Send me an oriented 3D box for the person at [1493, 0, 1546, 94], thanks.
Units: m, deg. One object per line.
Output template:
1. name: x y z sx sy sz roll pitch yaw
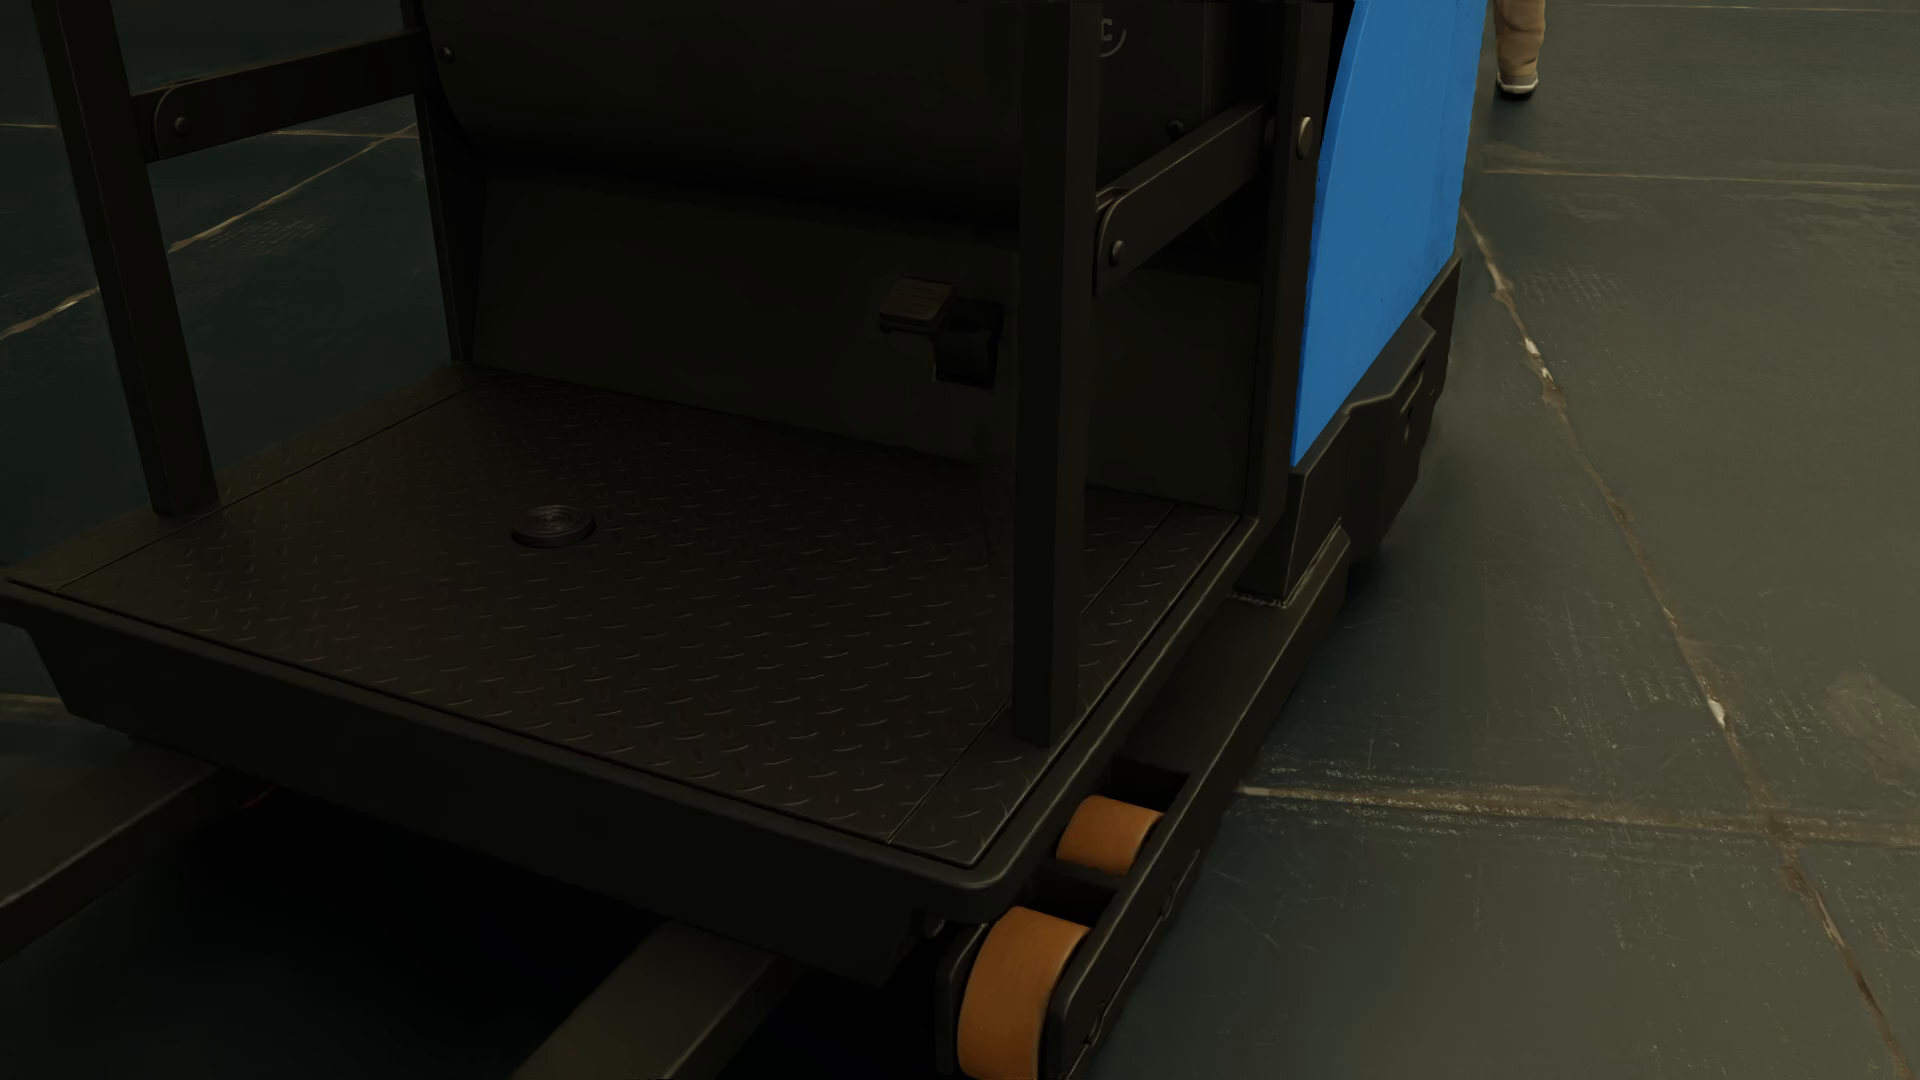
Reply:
1. person: 1.573 -2.212 4.979 0.641 1.727 0.550 2 27 4

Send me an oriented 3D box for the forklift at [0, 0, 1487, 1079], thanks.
1. forklift: -0.261 -1.035 1.292 1.130 2.935 3.031 12 29 23
